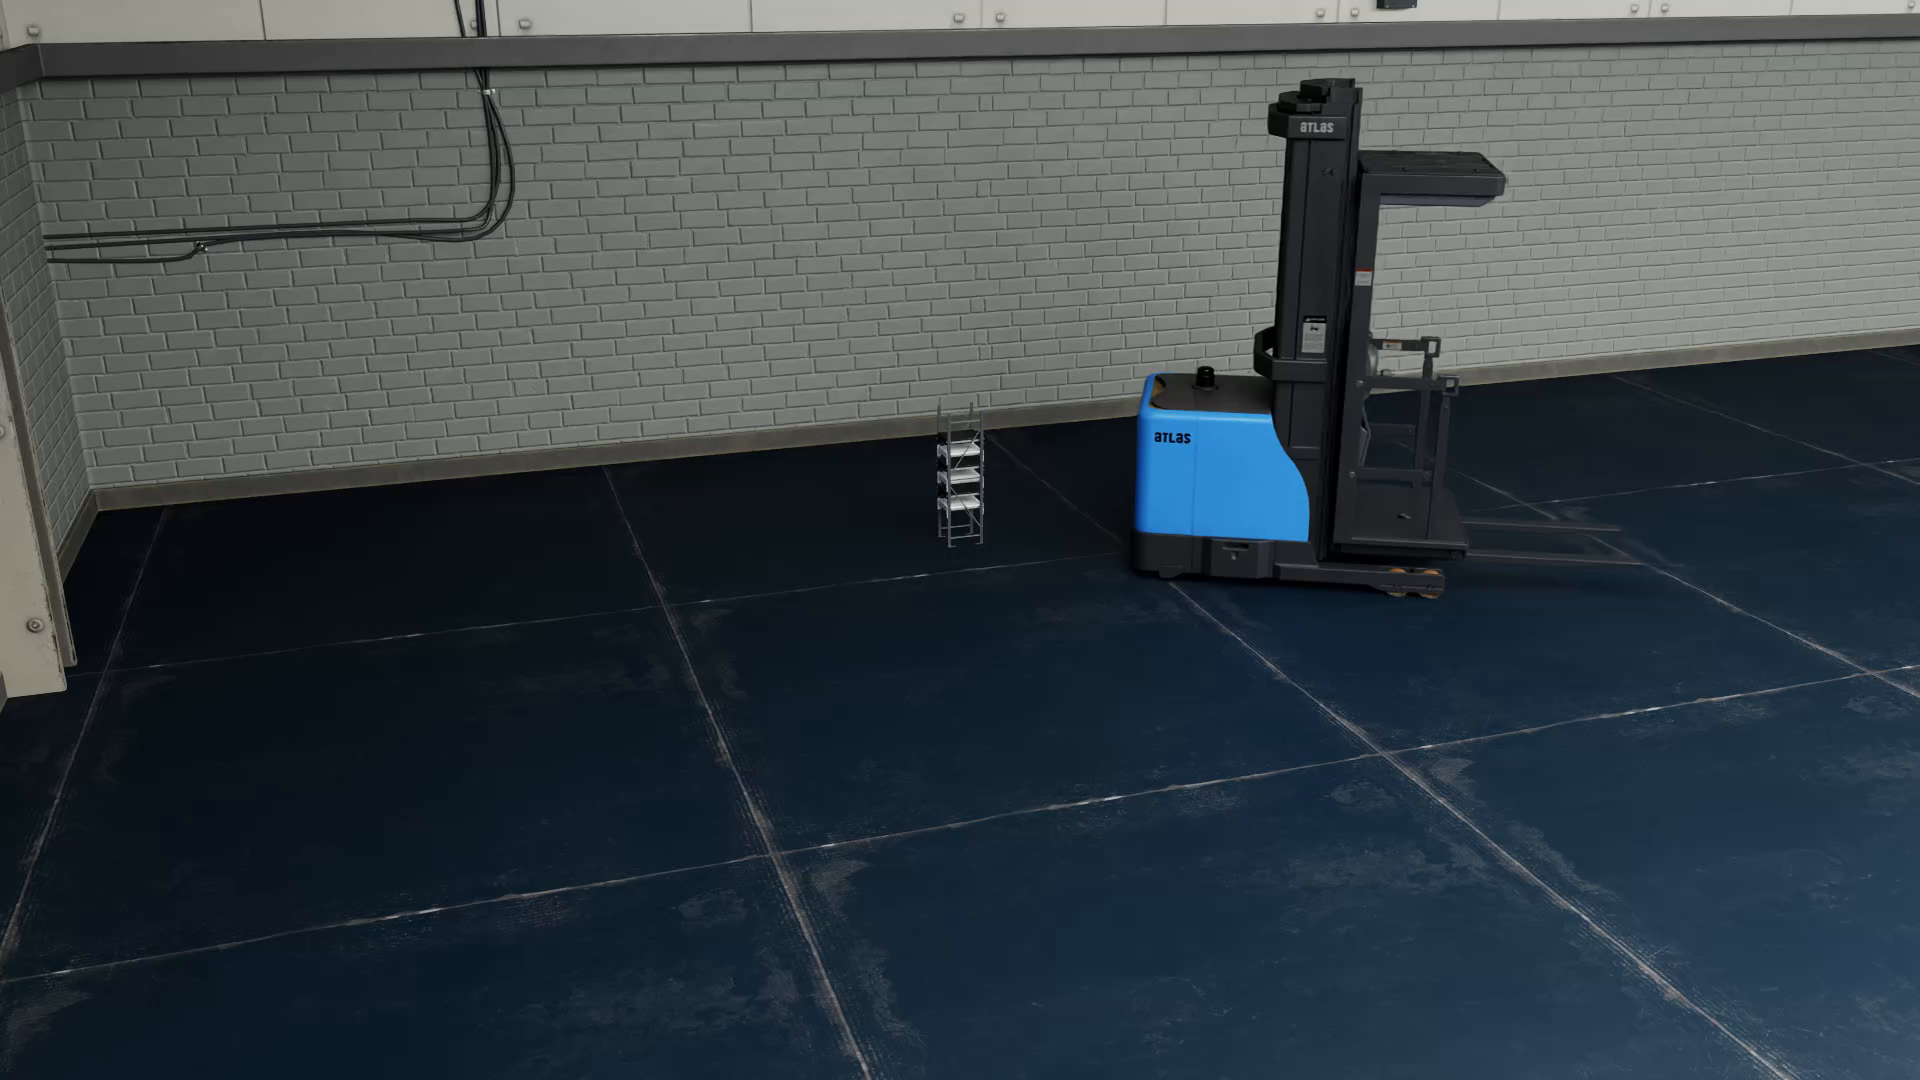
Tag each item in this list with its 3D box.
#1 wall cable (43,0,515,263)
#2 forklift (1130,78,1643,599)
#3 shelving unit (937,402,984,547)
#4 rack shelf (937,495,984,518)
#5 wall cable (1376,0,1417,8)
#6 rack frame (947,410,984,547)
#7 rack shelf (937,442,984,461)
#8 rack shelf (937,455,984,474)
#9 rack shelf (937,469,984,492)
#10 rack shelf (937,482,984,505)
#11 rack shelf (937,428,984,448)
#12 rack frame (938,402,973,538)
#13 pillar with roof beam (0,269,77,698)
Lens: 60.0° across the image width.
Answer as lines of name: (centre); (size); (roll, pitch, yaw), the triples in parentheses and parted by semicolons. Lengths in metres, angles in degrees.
wall cable: (-4.569, -3.117, 10.876); (3.097, 2.526, 0.112); (-6, 21, -17)
forklift: (2.615, -1.223, 9.985); (3.031, 2.935, 1.130); (3, 20, 9)
shelving unit: (0.003, -0.421, 10.757); (0.258, 0.900, 0.210); (-6, 21, -17)
rack shelf: (0.003, -0.220, 10.829); (0.258, 0.077, 0.200); (-6, 21, -17)
wall cable: (4.448, -7.182, 12.570); (2.305, 6.003, 0.169); (-6, 21, -17)
rack frame: (0.034, -0.388, 10.666); (0.240, 0.900, 0.006); (-6, 21, -17)
rack shelf: (0.003, -0.559, 10.708); (0.258, 0.077, 0.200); (-6, 21, -17)
rack shelf: (0.003, -0.474, 10.738); (0.258, 0.077, 0.200); (-6, 21, -17)
rack shelf: (0.003, -0.390, 10.768); (0.258, 0.077, 0.200); (-6, 21, -17)
rack shelf: (0.003, -0.305, 10.799); (0.258, 0.077, 0.200); (-6, 21, -17)
rack shelf: (0.003, -0.644, 10.677); (0.258, 0.077, 0.200); (-6, 21, -17)
rack frame: (-0.029, -0.454, 10.848); (0.240, 0.900, 0.006); (-6, 21, -17)
pillar with roof beam: (-0.811, -3.950, 8.601); (9.100, 9.000, 0.400); (-6, 21, -17)
